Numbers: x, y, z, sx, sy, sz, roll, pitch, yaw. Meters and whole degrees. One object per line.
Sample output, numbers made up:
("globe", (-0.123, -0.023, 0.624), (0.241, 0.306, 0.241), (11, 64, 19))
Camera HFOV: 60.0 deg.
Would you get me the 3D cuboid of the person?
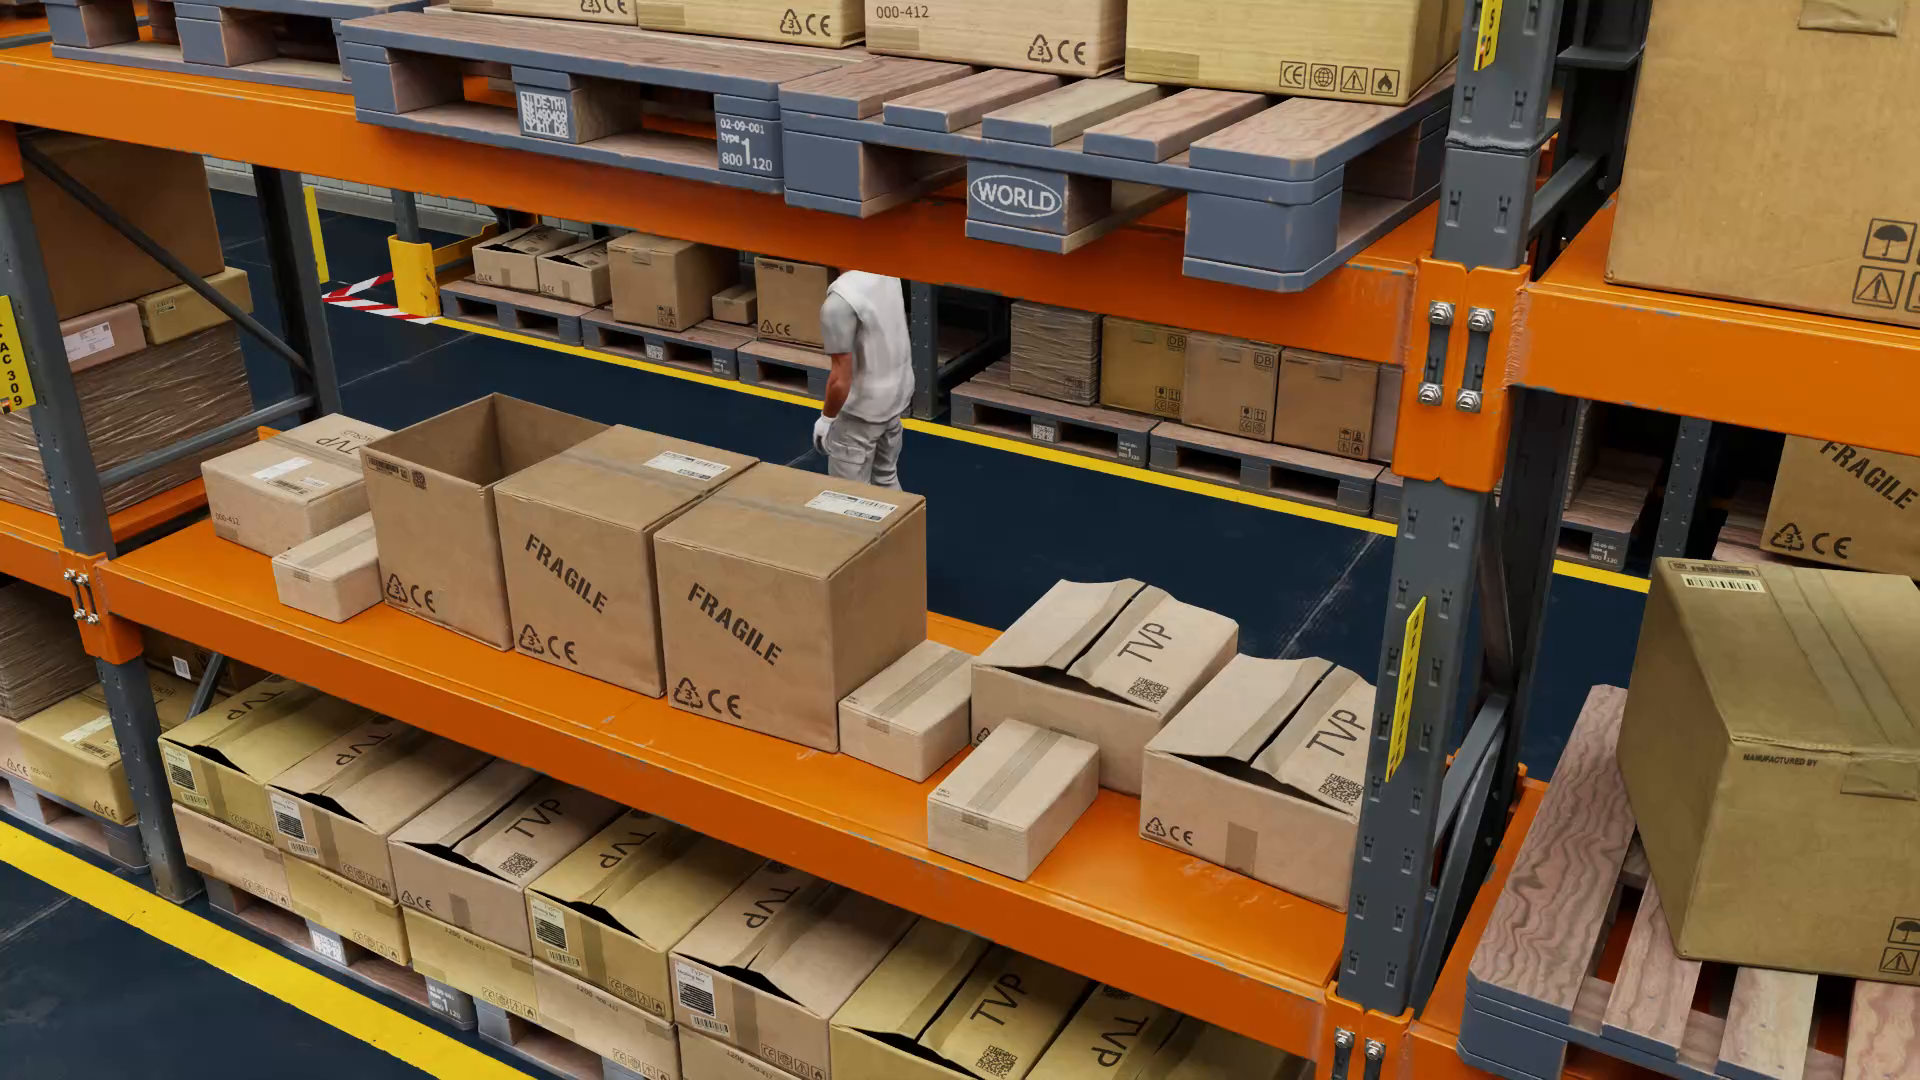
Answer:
("person", (-0.438, -0.594, 7.297), (0.446, 1.780, 0.623), (13, 29, 24))
